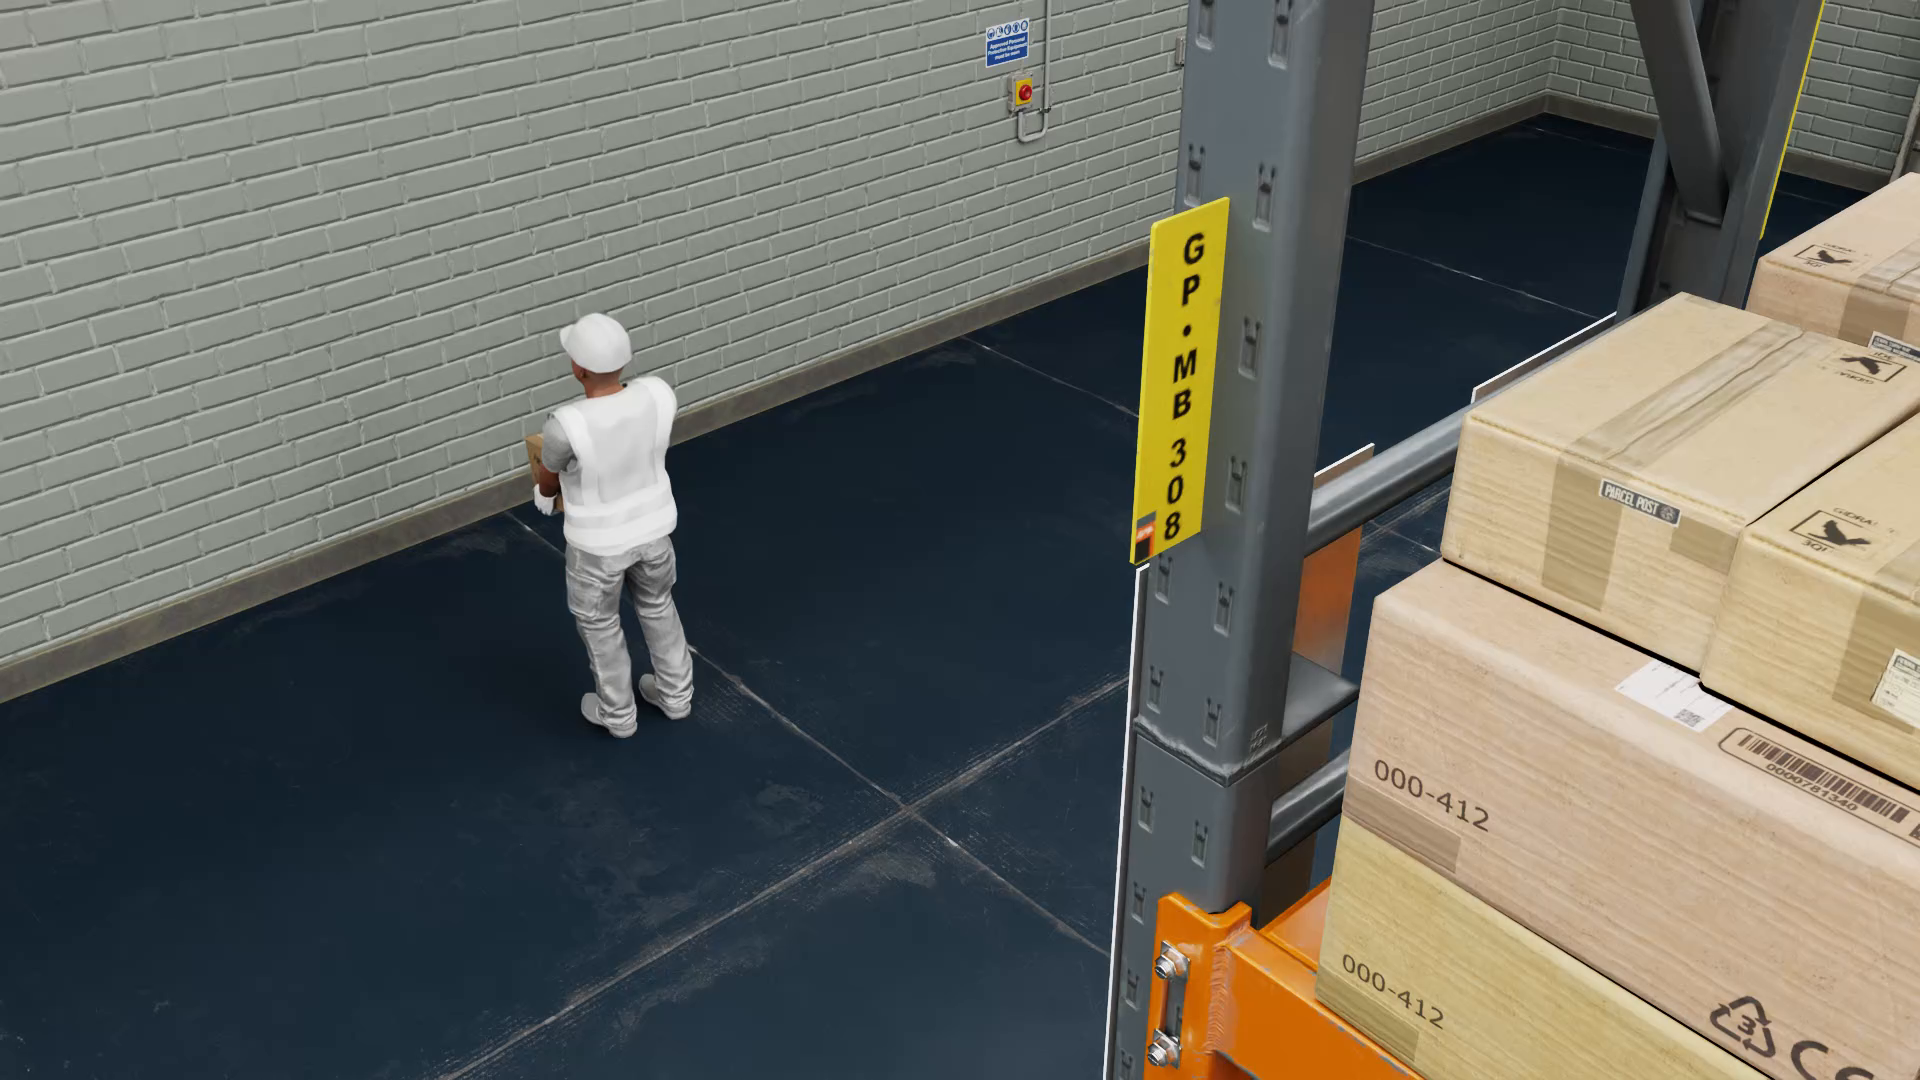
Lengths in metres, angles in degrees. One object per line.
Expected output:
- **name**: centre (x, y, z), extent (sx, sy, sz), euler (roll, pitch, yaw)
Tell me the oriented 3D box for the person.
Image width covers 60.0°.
- **person**: centre (-1.339, -0.069, 6.233), extent (0.488, 1.778, 0.573), euler (-25, 39, -34)
